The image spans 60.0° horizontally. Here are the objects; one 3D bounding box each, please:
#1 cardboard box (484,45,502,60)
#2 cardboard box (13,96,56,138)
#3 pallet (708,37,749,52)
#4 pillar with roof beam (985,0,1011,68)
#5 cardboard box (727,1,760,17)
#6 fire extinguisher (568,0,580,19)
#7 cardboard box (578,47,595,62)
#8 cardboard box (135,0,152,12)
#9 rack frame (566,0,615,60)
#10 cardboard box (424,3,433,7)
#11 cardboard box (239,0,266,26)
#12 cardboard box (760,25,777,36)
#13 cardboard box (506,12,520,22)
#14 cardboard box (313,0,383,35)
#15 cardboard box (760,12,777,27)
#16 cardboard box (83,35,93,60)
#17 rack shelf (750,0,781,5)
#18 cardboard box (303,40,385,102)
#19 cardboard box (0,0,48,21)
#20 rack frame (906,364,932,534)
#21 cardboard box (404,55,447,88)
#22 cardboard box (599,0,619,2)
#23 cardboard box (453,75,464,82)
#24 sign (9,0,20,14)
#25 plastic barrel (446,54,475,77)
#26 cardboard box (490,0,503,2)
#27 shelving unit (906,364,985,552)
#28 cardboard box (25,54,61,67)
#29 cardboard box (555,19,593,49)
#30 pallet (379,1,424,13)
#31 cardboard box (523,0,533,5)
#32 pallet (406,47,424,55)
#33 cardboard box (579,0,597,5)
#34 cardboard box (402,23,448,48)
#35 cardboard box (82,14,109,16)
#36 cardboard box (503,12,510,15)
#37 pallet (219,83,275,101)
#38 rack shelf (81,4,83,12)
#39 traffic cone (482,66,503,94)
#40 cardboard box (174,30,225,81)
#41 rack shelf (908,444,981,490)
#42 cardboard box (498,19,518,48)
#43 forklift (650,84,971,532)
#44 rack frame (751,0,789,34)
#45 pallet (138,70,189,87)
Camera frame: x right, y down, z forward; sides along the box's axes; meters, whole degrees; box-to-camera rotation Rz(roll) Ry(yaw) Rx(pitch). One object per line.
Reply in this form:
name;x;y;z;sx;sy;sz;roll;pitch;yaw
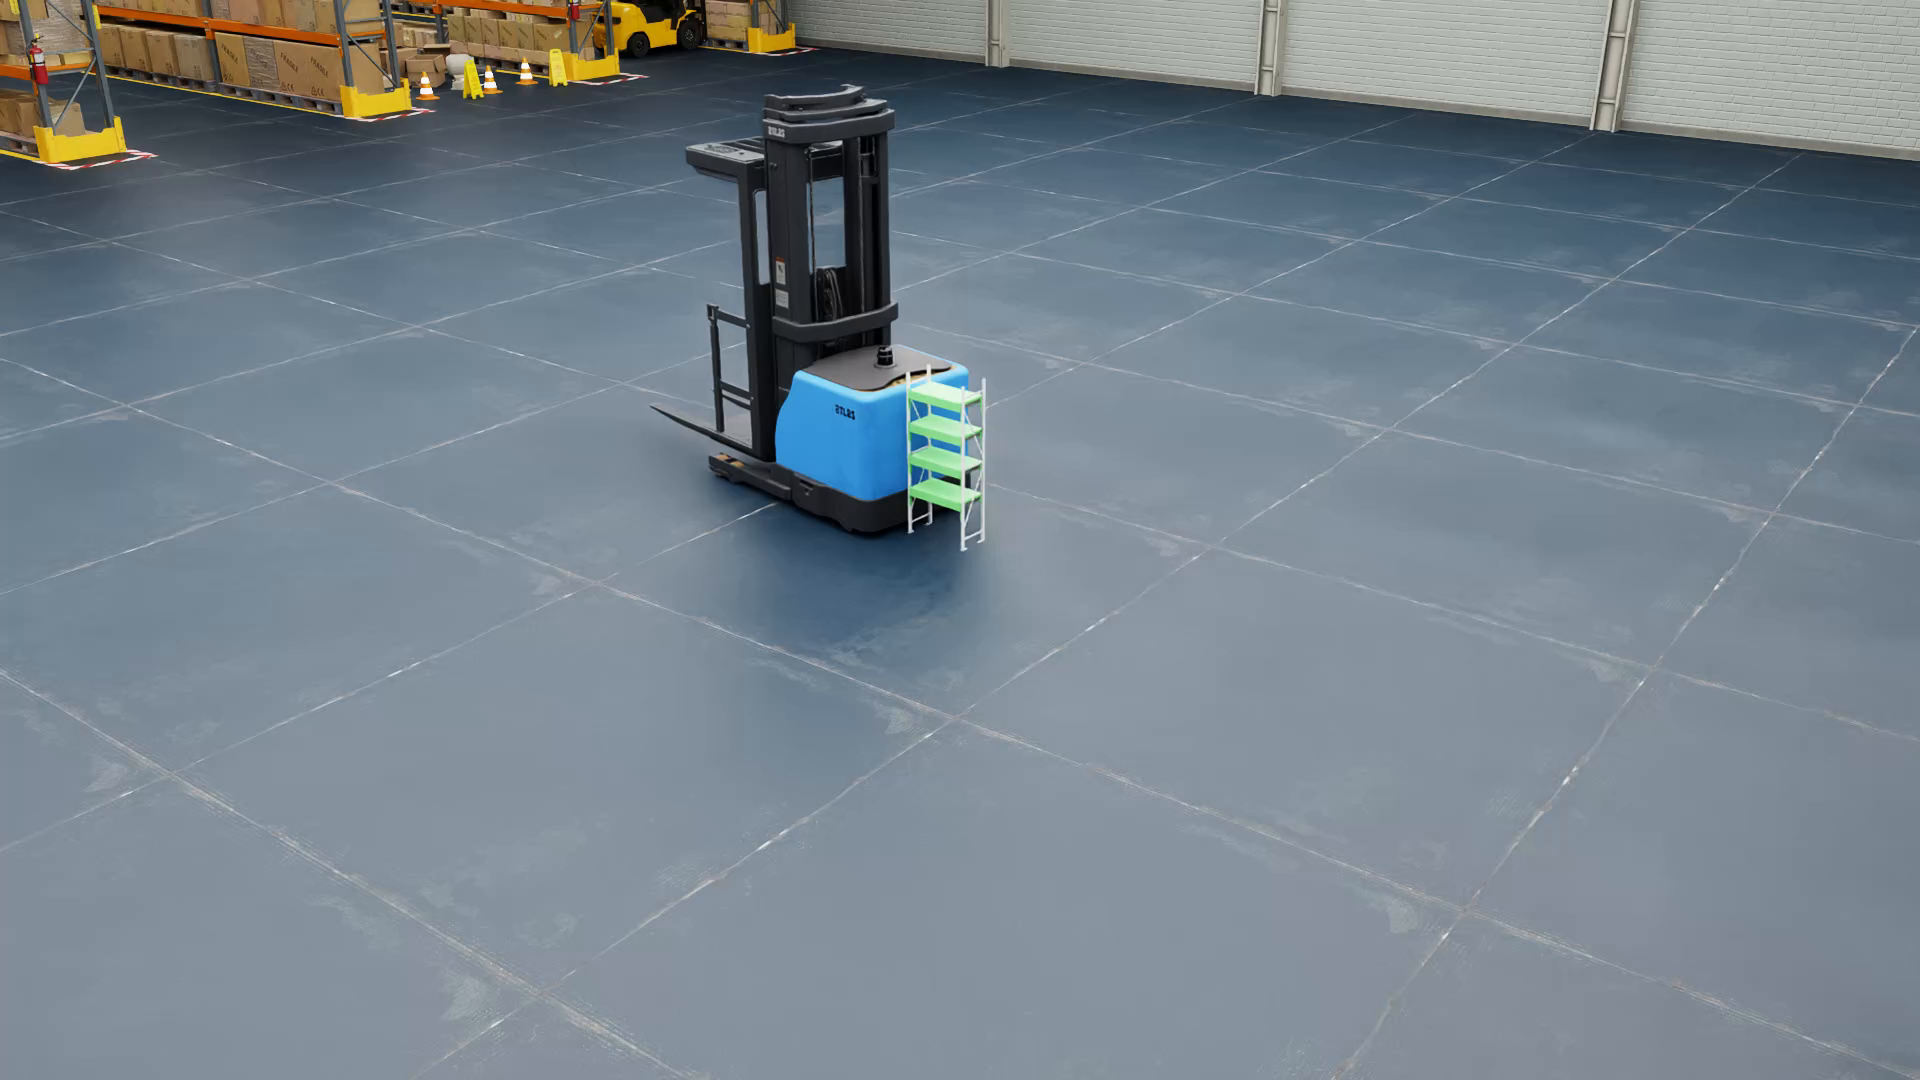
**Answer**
cardboard box;-9.034;-9.675;32.877;0.500;0.250;0.500;16;29;33
cardboard box;-13.935;-6.397;25.128;0.500;0.500;0.500;-17;29;-34
pallet;-4.666;-10.754;35.896;1.213;0.211;1.003;17;29;33
pillar with roof beam;-1.826;-12.223;28.331;0.400;9.000;9.100;17;29;33
cardboard box;-4.585;-11.261;35.237;0.500;0.250;0.500;18;29;35
fire extinguisher;-7.188;-10.044;30.923;0.183;0.674;0.296;17;29;33
cardboard box;-7.483;-9.474;32.422;0.500;0.250;0.500;17;29;33
cardboard box;-14.886;-10.054;30.725;0.500;0.500;0.500;16;29;33
rack frame;-7.003;-10.256;31.307;0.127;3.000;1.000;17;29;33
cardboard box;-12.947;-13.494;41.234;0.500;0.500;0.500;16;29;33
cardboard box;-11.974;-9.291;28.931;0.550;0.550;0.875;17;29;33
cardboard box;-4.305;-10.974;35.827;0.500;0.250;0.500;17;29;34
cardboard box;-8.544;-10.133;32.182;0.250;0.149;0.380;18;30;35
cardboard box;-10.215;-8.778;27.768;0.550;0.550;0.875;17;29;33
cardboard box;-4.281;-11.202;35.723;0.500;0.250;0.500;17;29;34
cardboard box;-16.976;-9.692;32.607;0.500;0.500;0.500;17;29;33
rack shelf;-5.629;-12.013;36.187;4.000;0.370;1.077;17;29;33
cardboard box;-10.473;-7.997;28.295;0.875;0.875;0.875;17;29;34
cardboard box;-13.535;-7.752;23.890;0.500;0.500;0.500;17;29;33
rack frame;-0.286;-0.631;11.694;0.015;1.200;0.240;18;30;36
cardboard box;-9.927;-8.722;30.921;0.637;0.503;0.797;-1;24;-3
cardboard box;-7.654;-12.054;37.812;0.625;0.625;0.875;18;30;36
cardboard box;-9.263;-8.617;31.122;0.380;0.149;0.250;-10;26;-21
sign;-13.295;-7.559;23.358;0.005;0.325;0.100;17;29;33
plastic barrel;-9.564;-9.088;31.852;0.512;0.421;0.421;-5;24;-12
cardboard box;-8.908;-10.565;32.319;0.250;0.149;0.380;17;29;33
shelving unit;-0.098;-0.568;11.552;0.503;1.200;0.258;18;30;36
cardboard box;-13.298;-6.946;24.107;0.250;0.149;0.380;17;29;33
cardboard box;-7.502;-9.823;32.284;0.500;0.500;0.500;16;28;32
pallet;-14.180;-13.651;42.470;1.213;0.211;1.003;17;29;33
cardboard box;-8.116;-10.310;31.740;0.250;0.149;0.380;17;29;34
pallet;-10.828;-10.135;34.491;1.213;0.211;1.003;17;29;33
cardboard box;-7.151;-10.290;31.696;0.250;0.149;0.380;17;29;33
cardboard box;-11.202;-10.512;34.626;0.625;0.372;0.950;19;30;36
cardboard box;-17.105;-10.328;33.120;0.500;0.250;0.500;16;29;33
cardboard box;-9.161;-10.322;33.415;0.500;0.500;0.500;17;29;34
pallet;-12.530;-8.117;29.910;1.213;0.211;1.003;17;29;33
rack shelf;-17.893;-10.724;33.261;4.000;0.370;1.077;17;29;33
traffic cone;-8.514;-8.343;30.111;0.334;0.463;0.336;17;29;33
cardboard box;-13.642;-8.886;30.466;0.750;0.750;1.050;17;29;33
rack shelf;-0.098;-0.510;11.578;0.480;0.148;0.258;18;30;36
cardboard box;-8.620;-9.892;32.441;0.500;0.500;0.500;16;28;32
forklift;-1.292;-1.901;12.430;1.130;2.935;3.031;-21;31;-39
rack frame;-4.029;-11.859;34.944;0.127;3.000;1.000;17;29;33
pallet;-14.735;-8.783;31.422;1.213;0.211;1.003;17;29;33
